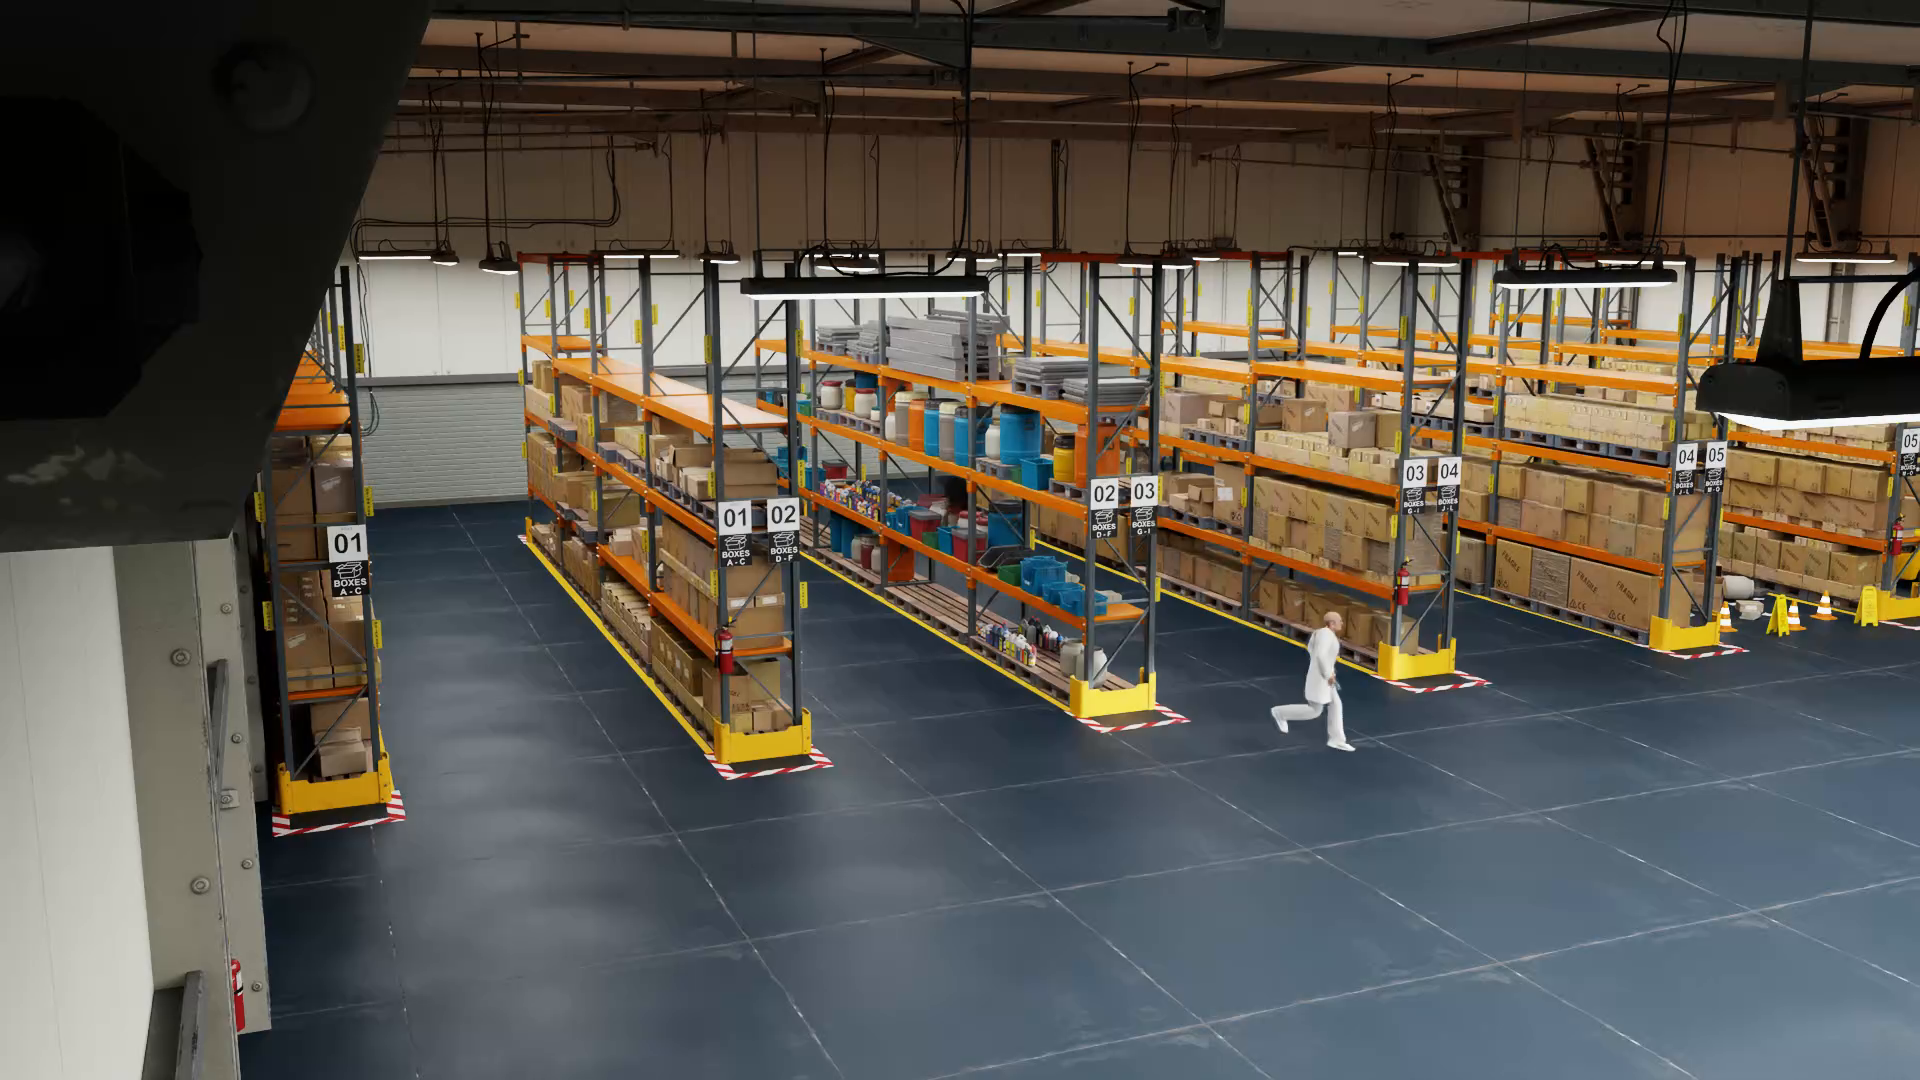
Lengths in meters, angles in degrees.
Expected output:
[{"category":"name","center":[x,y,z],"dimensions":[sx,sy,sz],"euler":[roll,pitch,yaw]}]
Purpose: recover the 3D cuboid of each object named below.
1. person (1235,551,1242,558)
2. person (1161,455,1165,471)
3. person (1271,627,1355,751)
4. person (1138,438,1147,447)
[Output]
[{"category":"person","center":[5.502,-0.173,31.508],"dimensions":[0.625,1.447,0.769],"euler":[-4,11,-22]},{"category":"person","center":[4.978,-2.092,42.027],"dimensions":[0.679,1.623,0.445],"euler":[-10,14,-43]},{"category":"person","center":[4.420,1.853,20.723],"dimensions":[1.052,1.588,0.715],"euler":[2,11,11]},{"category":"person","center":[4.127,-1.602,38.900],"dimensions":[0.718,1.783,1.008],"euler":[-3,11,-17]}]
